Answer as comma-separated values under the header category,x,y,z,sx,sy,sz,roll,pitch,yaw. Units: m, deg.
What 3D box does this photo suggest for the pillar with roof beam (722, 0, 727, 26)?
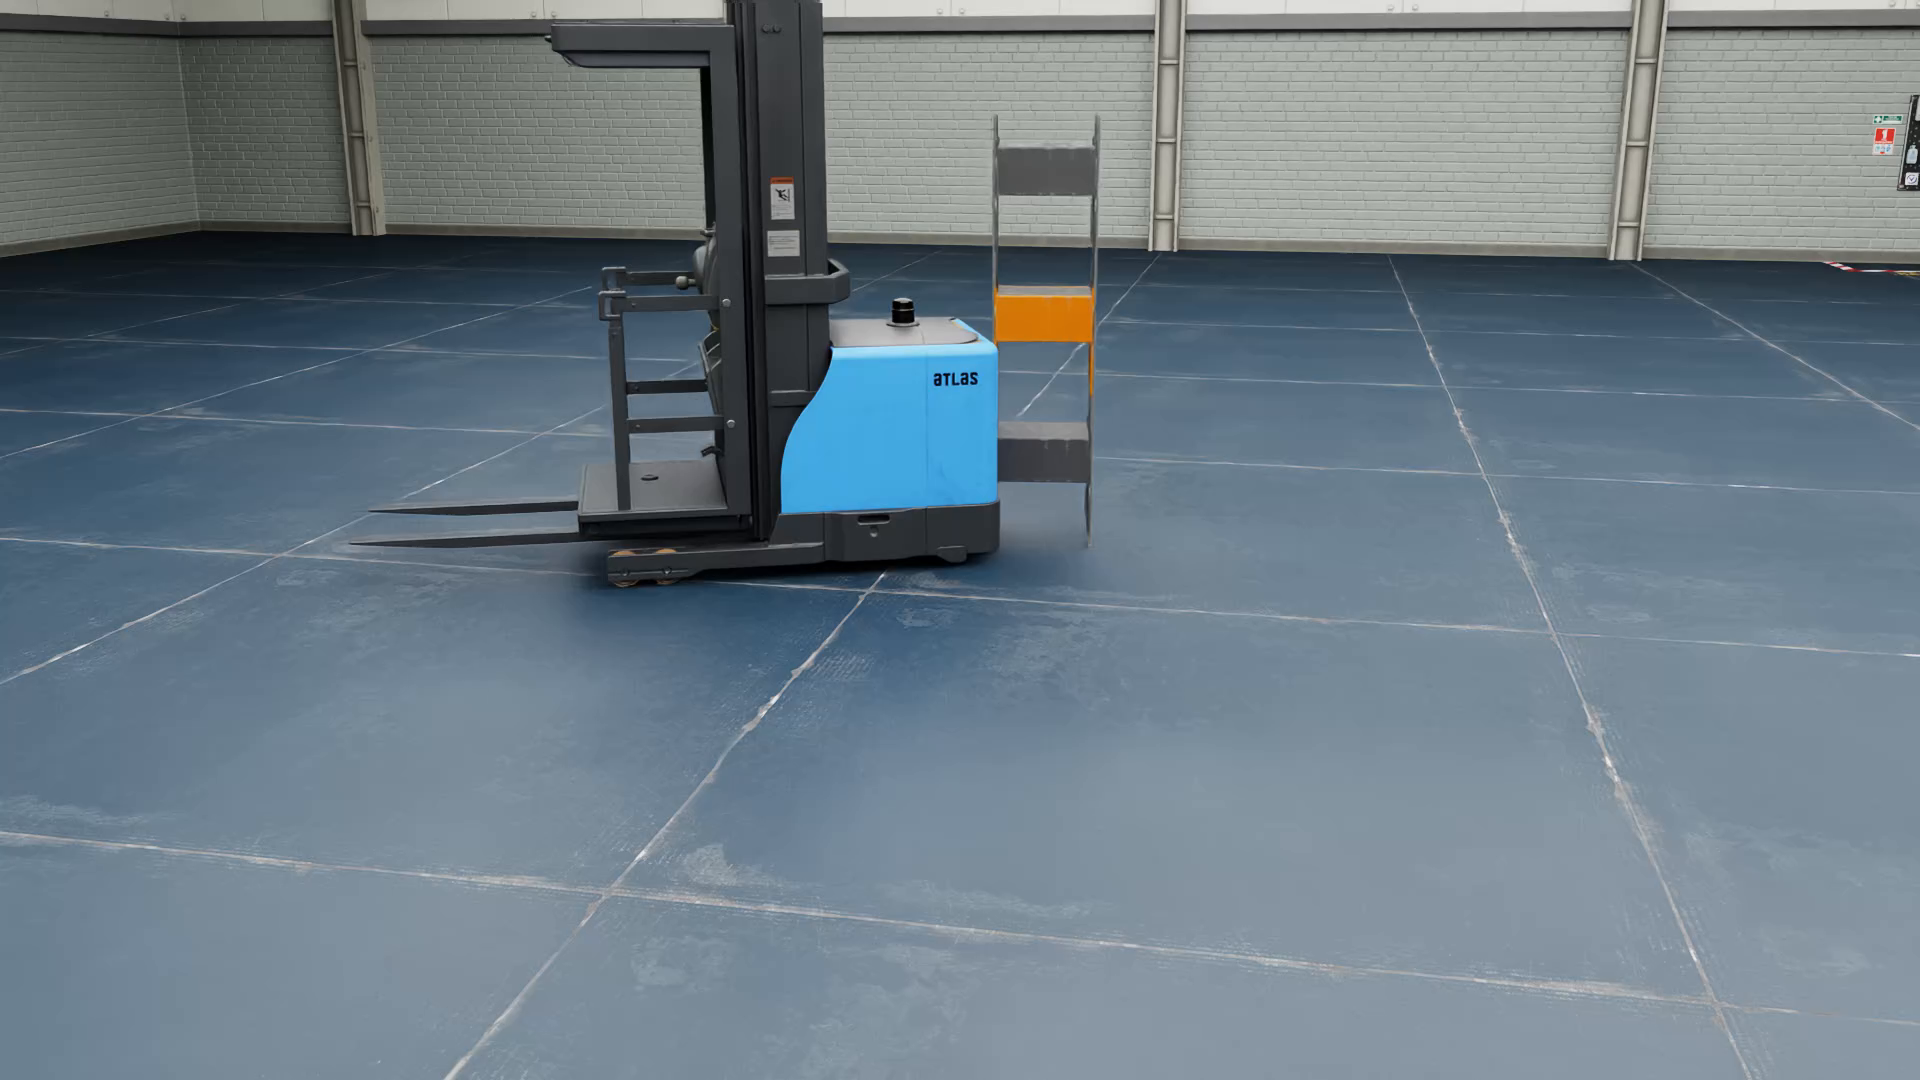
category,x,y,z,sx,sy,sz,roll,pitch,yaw
pillar with roof beam,-3.932,-7.527,18.809,0.400,9.000,9.100,3,16,11

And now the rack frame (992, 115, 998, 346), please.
category,x,y,z,sx,sy,sz,roll,pitch,yaw
rack frame,0.172,-1.032,8.283,0.015,2.100,0.400,1,15,2

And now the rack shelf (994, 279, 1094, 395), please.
category,x,y,z,sx,sy,sz,roll,pitch,yaw
rack shelf,0.415,-1.016,8.277,0.480,0.518,0.431,1,15,2

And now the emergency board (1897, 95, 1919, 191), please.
category,x,y,z,sx,sy,sz,roll,pitch,yaw
emergency board,12.146,-4.951,20.748,0.626,1.169,0.157,3,16,11

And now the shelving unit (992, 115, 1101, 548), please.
category,x,y,z,sx,sy,sz,roll,pitch,yaw
shelving unit,0.415,-1.029,8.273,0.503,2.100,0.431,1,15,2

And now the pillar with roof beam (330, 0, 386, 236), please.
category,x,y,z,sx,sy,sz,roll,pitch,yaw
pillar with roof beam,-9.812,-7.846,19.961,0.400,9.000,9.100,3,16,11

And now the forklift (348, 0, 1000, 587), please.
category,x,y,z,sx,sy,sz,roll,pitch,yaw
forklift,-1.376,-1.348,7.867,3.031,2.935,1.130,-3,16,-11

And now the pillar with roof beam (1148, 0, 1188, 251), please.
category,x,y,z,sx,sy,sz,roll,pitch,yaw
pillar with roof beam,1.948,-7.208,17.656,0.400,9.000,9.100,3,16,11

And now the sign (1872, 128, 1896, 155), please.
category,x,y,z,sx,sy,sz,roll,pitch,yaw
sign,11.630,-5.020,20.928,0.234,0.329,0.001,3,16,11

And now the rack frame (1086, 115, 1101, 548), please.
category,x,y,z,sx,sy,sz,roll,pitch,yaw
rack frame,0.659,-1.026,8.263,0.015,2.100,0.400,1,15,2

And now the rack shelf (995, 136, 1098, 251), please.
category,x,y,z,sx,sy,sz,roll,pitch,yaw
rack shelf,0.415,-1.690,8.090,0.480,0.518,0.431,1,15,2

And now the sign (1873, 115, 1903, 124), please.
category,x,y,z,sx,sy,sz,roll,pitch,yaw
sign,11.632,-5.273,20.848,0.331,0.109,0.001,3,16,11

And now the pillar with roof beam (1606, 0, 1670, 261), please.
category,x,y,z,sx,sy,sz,roll,pitch,yaw
pillar with roof beam,7.827,-6.889,16.504,0.400,9.000,9.100,3,16,11

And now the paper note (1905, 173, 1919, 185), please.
category,x,y,z,sx,sy,sz,roll,pitch,yaw
paper note,11.991,-4.549,20.946,0.142,0.148,0.016,3,16,11

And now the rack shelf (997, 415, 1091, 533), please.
category,x,y,z,sx,sy,sz,roll,pitch,yaw
rack shelf,0.415,-0.341,8.464,0.480,0.518,0.431,1,15,2
